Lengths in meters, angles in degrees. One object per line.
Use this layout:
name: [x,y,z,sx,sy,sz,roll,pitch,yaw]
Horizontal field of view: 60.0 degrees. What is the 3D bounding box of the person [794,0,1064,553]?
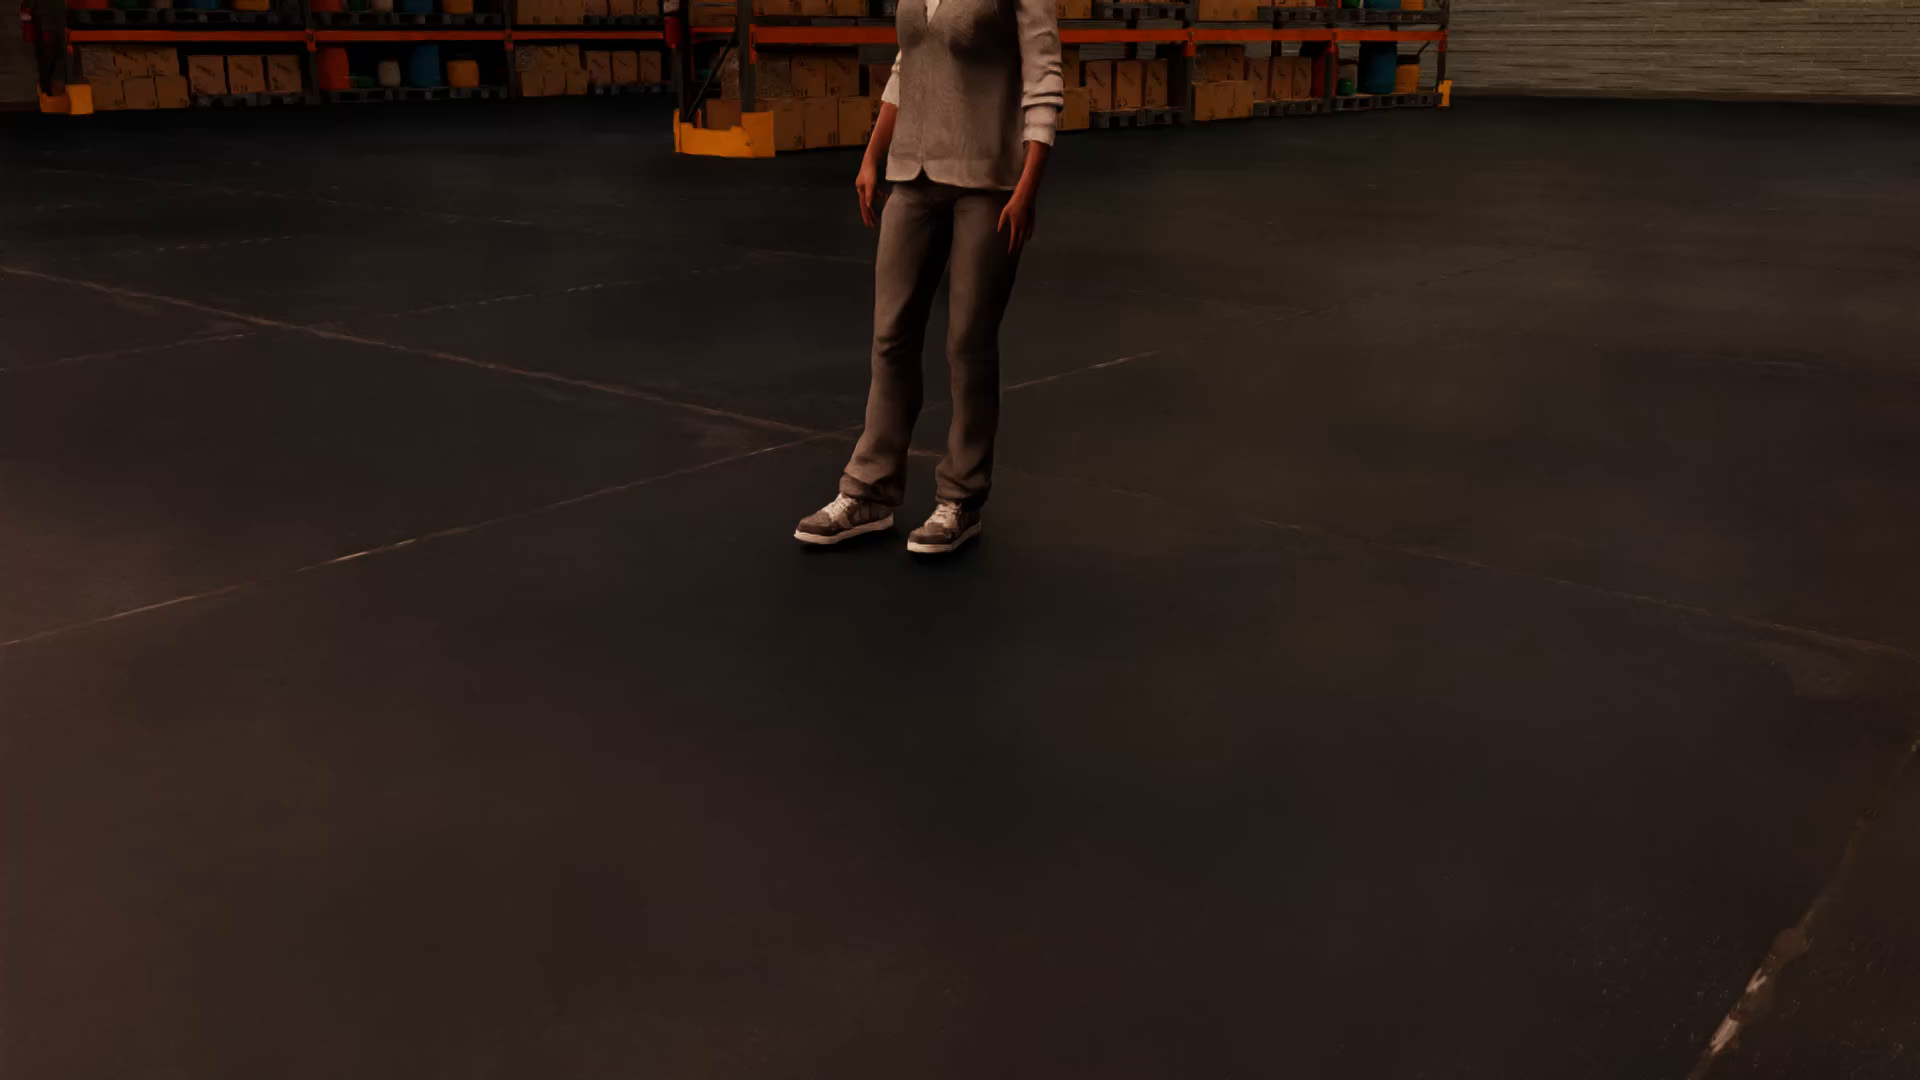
person: [-0.058,-0.757,3.662,0.521,1.597,0.474,13,21,37]
